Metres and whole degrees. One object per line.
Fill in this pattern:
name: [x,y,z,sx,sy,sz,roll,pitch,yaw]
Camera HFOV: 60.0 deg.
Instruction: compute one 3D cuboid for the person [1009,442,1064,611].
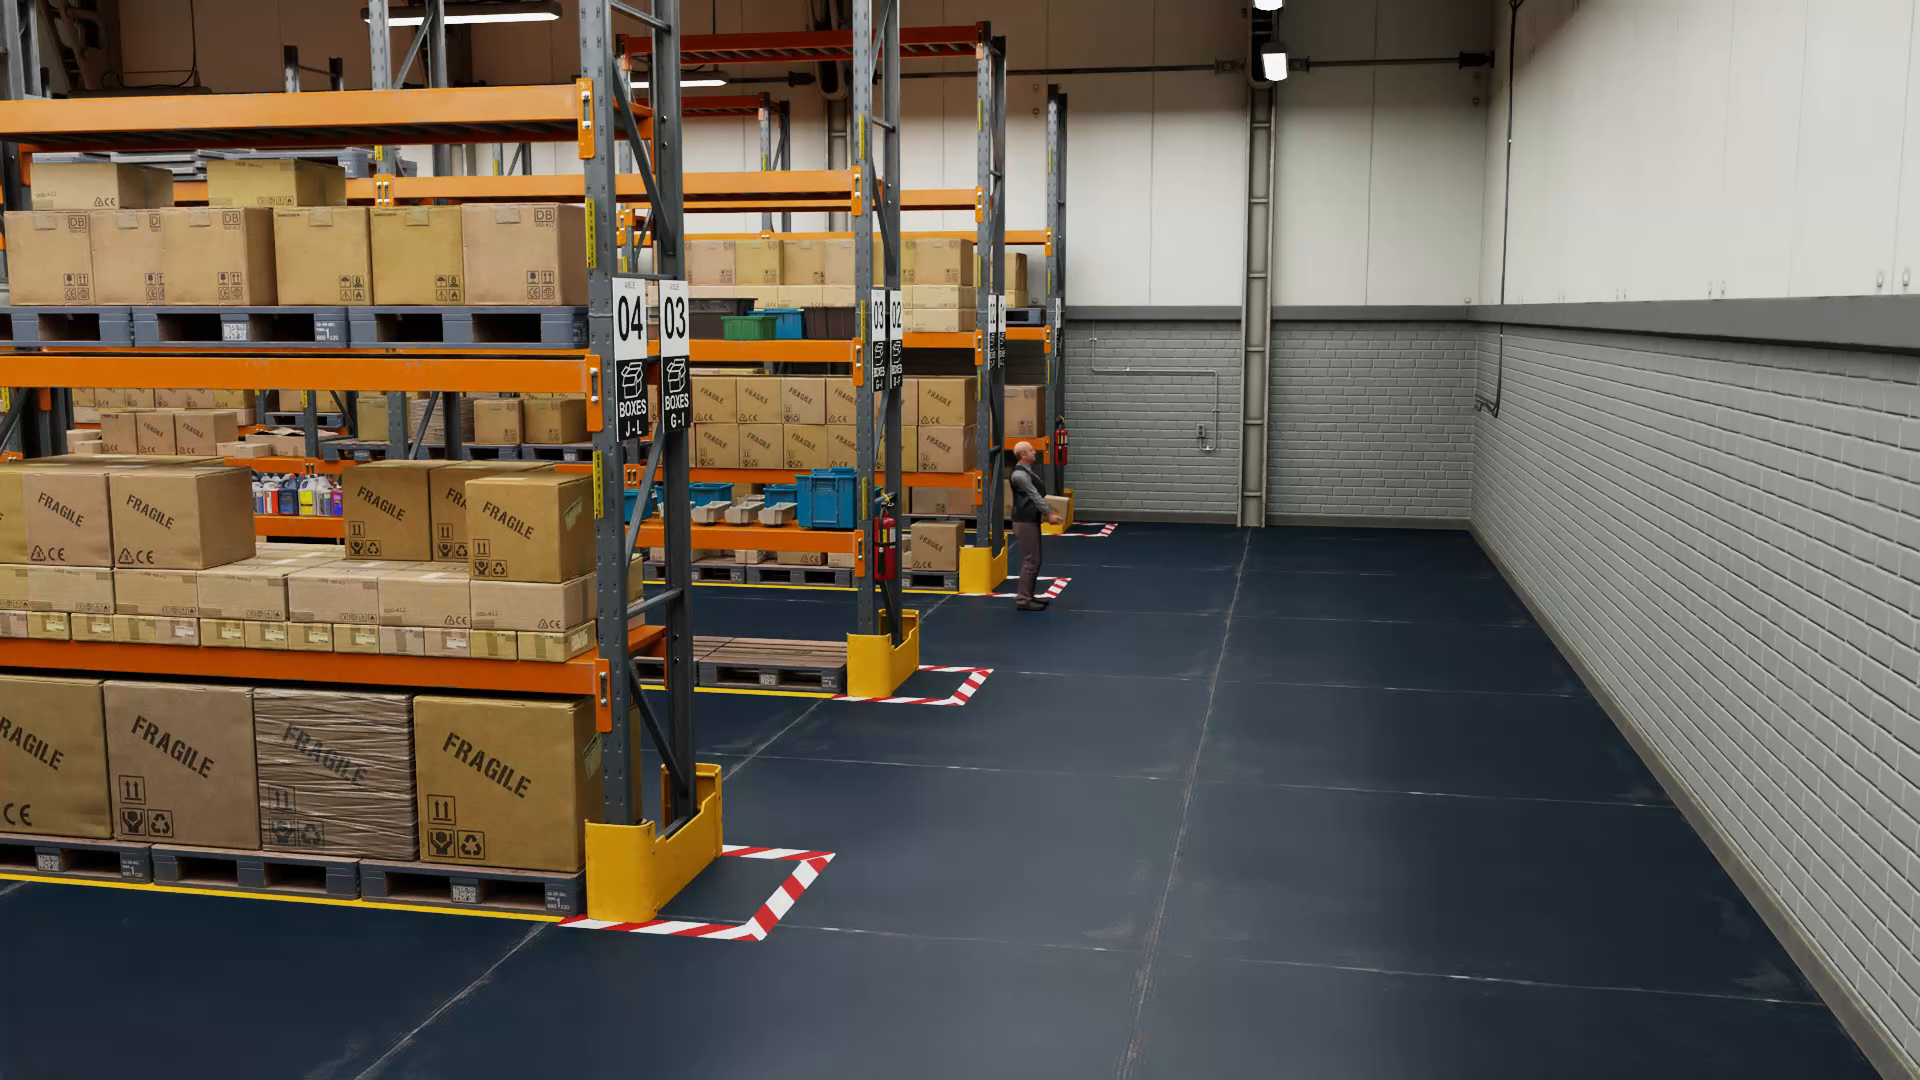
person: [0.796,-0.151,17.027,0.560,1.711,0.494,1,8,9]
